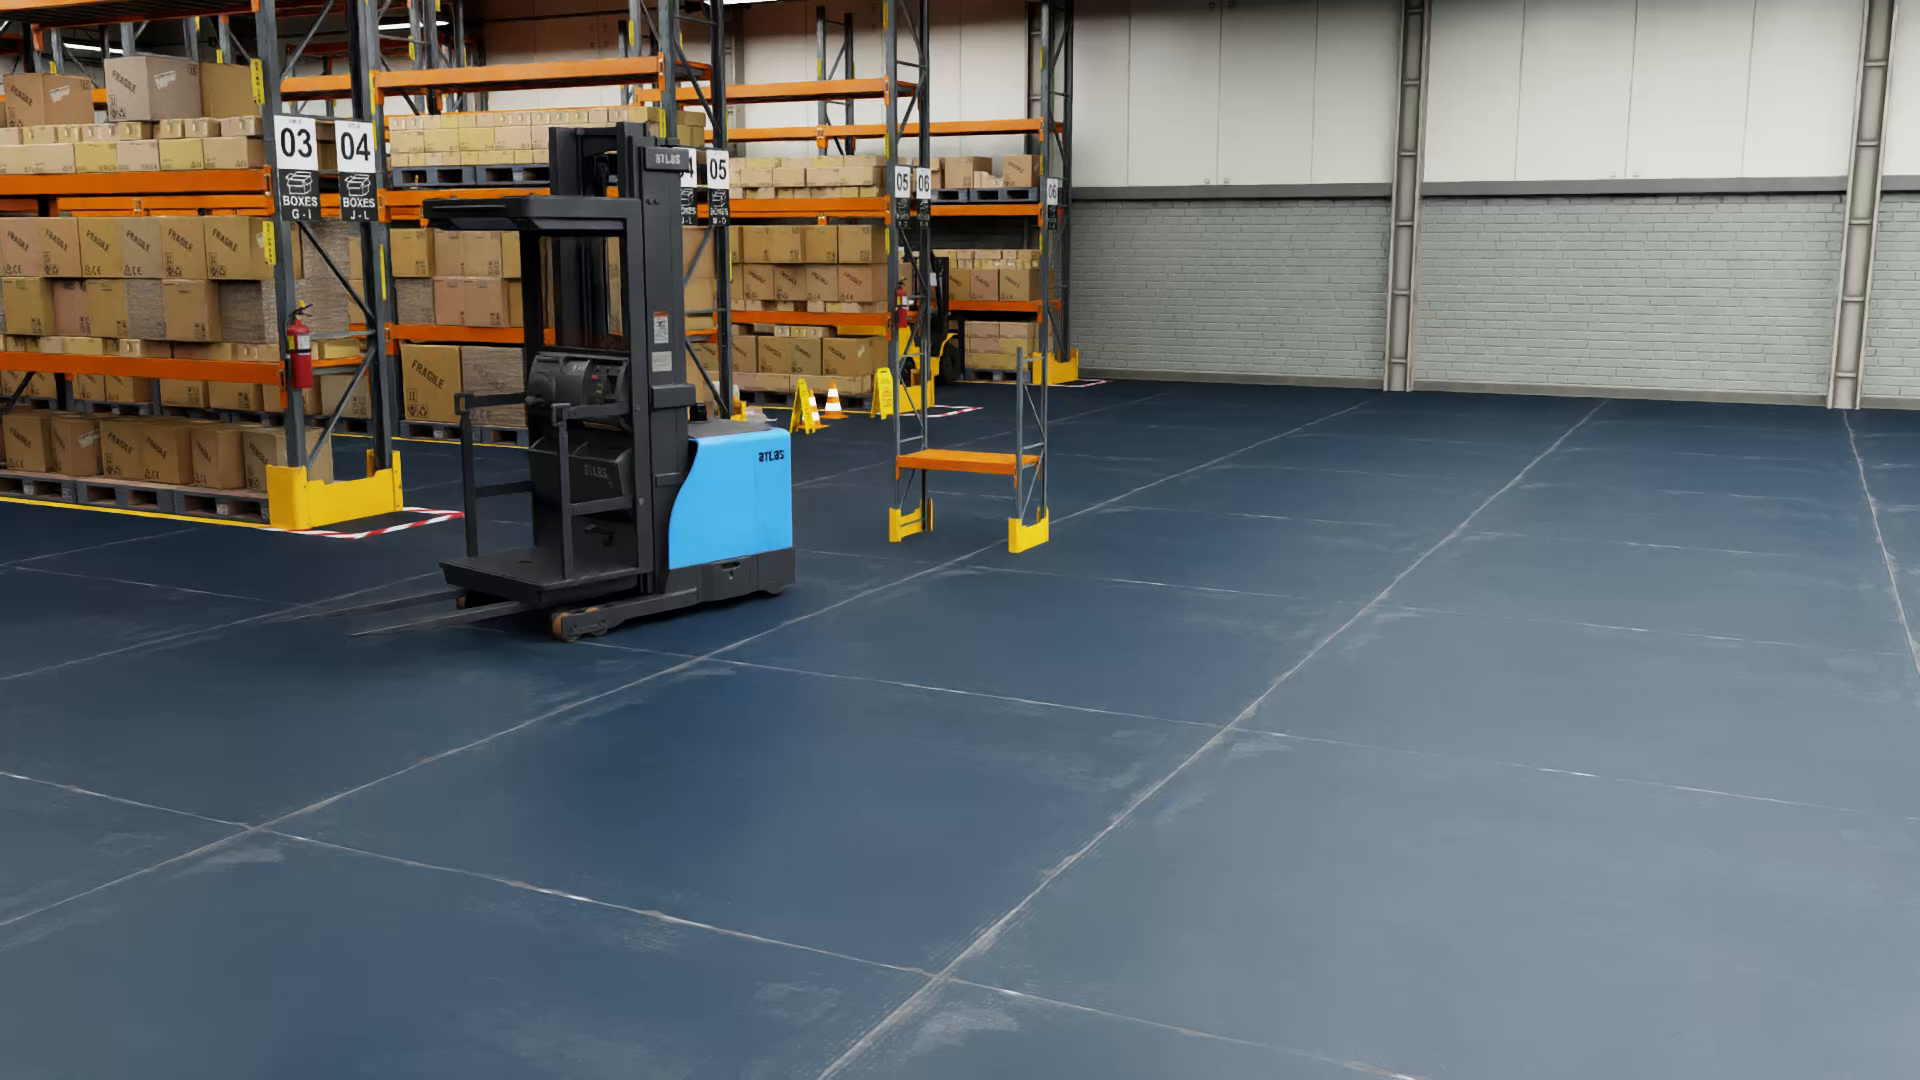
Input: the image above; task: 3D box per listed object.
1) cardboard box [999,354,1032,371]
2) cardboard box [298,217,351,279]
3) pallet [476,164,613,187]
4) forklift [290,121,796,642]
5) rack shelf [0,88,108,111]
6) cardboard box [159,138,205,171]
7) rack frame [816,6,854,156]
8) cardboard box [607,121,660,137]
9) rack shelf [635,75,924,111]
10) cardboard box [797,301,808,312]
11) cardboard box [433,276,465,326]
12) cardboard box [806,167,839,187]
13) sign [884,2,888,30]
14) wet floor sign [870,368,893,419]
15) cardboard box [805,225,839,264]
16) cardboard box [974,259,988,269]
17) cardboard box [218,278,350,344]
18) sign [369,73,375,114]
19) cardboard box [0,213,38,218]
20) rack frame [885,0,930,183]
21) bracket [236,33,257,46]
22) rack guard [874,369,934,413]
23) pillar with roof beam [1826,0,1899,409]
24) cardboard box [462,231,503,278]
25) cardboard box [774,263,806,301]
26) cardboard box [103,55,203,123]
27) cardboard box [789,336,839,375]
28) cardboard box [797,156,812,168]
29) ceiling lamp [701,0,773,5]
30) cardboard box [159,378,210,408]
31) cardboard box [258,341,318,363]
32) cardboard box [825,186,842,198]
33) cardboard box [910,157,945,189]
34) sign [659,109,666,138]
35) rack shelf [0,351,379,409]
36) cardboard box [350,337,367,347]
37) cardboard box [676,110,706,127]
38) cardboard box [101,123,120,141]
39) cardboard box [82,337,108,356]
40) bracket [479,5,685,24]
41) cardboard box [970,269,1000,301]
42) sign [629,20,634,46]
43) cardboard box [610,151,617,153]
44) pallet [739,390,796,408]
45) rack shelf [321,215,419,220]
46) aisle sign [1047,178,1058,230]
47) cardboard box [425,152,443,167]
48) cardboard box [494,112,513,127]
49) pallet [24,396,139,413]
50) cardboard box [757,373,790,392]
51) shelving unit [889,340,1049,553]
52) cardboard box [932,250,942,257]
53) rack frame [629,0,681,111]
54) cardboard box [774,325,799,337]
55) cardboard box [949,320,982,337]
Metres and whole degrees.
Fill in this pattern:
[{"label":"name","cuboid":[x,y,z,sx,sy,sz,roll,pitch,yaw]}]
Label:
[{"label":"cardboard box","cuboid":[0.955,-2.867,26.692,0.500,0.250,0.500,5,11,26]},{"label":"cardboard box","cuboid":[-5.434,-2.426,13.787,0.500,0.500,0.500,5,11,26]},{"label":"pallet","cuboid":[-4.544,-4.021,18.349,1.213,0.211,1.003,5,11,26]},{"label":"forklift","cuboid":[-2.430,-0.962,9.815,1.130,2.935,3.031,9,14,41]},{"label":"rack shelf","cuboid":[-11.744,-5.625,21.684,4.000,0.370,1.077,5,11,26]},{"label":"cardboard box","cuboid":[-6.055,-3.090,13.379,0.500,0.250,0.500,5,11,26]},{"label":"rack frame","cuboid":[-2.071,-7.294,27.766,0.127,3.000,1.000,5,11,26]},{"label":"cardboard box","cuboid":[-3.339,-4.234,17.405,0.500,0.250,0.500,5,11,27]},{"label":"rack shelf","cuboid":[-2.470,-5.988,22.578,4.000,0.370,1.077,5,11,26]},{"label":"cardboard box","cuboid":[-2.015,-3.190,22.637,0.250,0.149,0.380,5,11,27]},{"label":"cardboard box","cuboid":[-5.524,-2.758,19.123,0.550,0.550,0.875,5,11,26]},{"label":"cardboard box","cuboid":[-1.699,-4.822,22.114,0.500,0.250,0.500,5,11,25]},{"label":"sign","cuboid":[-0.940,-6.637,21.065,0.005,0.325,0.100,5,11,26]},{"label":"wet floor sign","cuboid":[-0.980,-1.890,21.360,0.267,0.644,0.232,-10,14,-43]},{"label":"cardboard box","cuboid":[-1.682,-3.968,22.309,0.500,0.500,0.700,5,11,26]},{"label":"cardboard box","cuboid":[0.416,-4.445,26.766,0.250,0.149,0.380,5,11,25]},{"label":"cardboard box","cuboid":[-5.543,-1.895,13.660,0.500,0.500,0.875,5,11,26]},{"label":"sign","cuboid":[-4.821,-3.644,13.566,0.005,0.325,0.100,5,11,26]},{"label":"cardboard box","cuboid":[-9.299,-2.553,15.552,1.000,1.000,1.000,5,11,26]},{"label":"rack frame","cuboid":[-0.677,-6.186,21.643,0.127,3.000,1.000,5,11,26]},{"label":"bracket","cuboid":[-14.636,-10.278,34.146,0.430,0.232,0.235,5,11,26]},{"label":"rack guard","cuboid":[-0.745,-2.010,22.433,0.348,0.500,1.175,5,11,26]},{"label":"pillar with roof beam","cuboid":[10.147,-5.545,18.099,0.400,9.000,9.100,5,11,26]},{"label":"cardboard box","cuboid":[-5.080,-3.232,18.713,0.550,0.550,0.875,5,11,26]},{"label":"cardboard box","cuboid":[-2.179,-3.509,22.578,0.500,0.500,0.500,5,11,26]},{"label":"cardboard box","cuboid":[-6.563,-3.651,13.536,0.500,0.500,0.500,5,11,26]},{"label":"cardboard box","cuboid":[-1.980,-2.519,22.661,0.500,0.500,0.500,6,12,28]},{"label":"cardboard box","cuboid":[-1.983,-5.051,22.258,0.250,0.149,0.380,5,11,26]},{"label":"ceiling lamp","cuboid":[-2.919,-9.805,25.247,2.000,3.185,0.800,5,11,26]},{"label":"cardboard box","cuboid":[-9.444,-2.103,21.066,0.750,0.750,1.050,5,11,25]},{"label":"cardboard box","cuboid":[-5.408,-1.517,13.396,0.250,0.149,0.380,5,11,26]},{"label":"cardboard box","cuboid":[-1.581,-4.611,22.066,0.250,0.149,0.380,5,12,28]},{"label":"cardboard box","cuboid":[-0.370,-5.955,27.036,0.637,0.503,0.797,5,12,28]},{"label":"sign","cuboid":[-3.029,-4.223,16.953,0.005,0.325,0.100,5,11,26]},{"label":"rack shelf","cuboid":[-6.855,-1.455,14.367,4.000,0.370,1.077,5,11,26]},{"label":"cardboard box","cuboid":[-9.231,-3.164,26.578,0.875,0.875,0.875,5,11,27]},{"label":"cardboard box","cuboid":[-2.935,-4.513,17.829,0.250,0.149,0.380,5,11,26]},{"label":"cardboard box","cuboid":[-6.837,-3.355,13.721,0.250,0.149,0.380,4,11,23]},{"label":"cardboard box","cuboid":[-7.238,-1.662,14.196,0.250,0.149,0.380,5,11,26]},{"label":"bracket","cuboid":[-6.930,-9.601,30.404,4.783,0.066,0.076,5,11,26]},{"label":"cardboard box","cuboid":[0.498,-4.116,26.767,0.500,0.500,0.500,5,12,28]},{"label":"sign","cuboid":[-4.504,-6.950,22.795,0.005,0.325,0.100,5,11,26]},{"label":"cardboard box","cuboid":[-3.450,-4.036,17.430,0.250,0.149,0.380,5,11,26]},{"label":"pallet","cuboid":[-2.548,-2.034,23.376,1.213,0.211,1.003,5,11,26]},{"label":"rack shelf","cuboid":[-11.039,-6.252,32.451,4.000,0.370,1.077,5,11,26]},{"label":"aisle sign","cuboid":[1.445,-5.254,26.039,0.004,0.787,0.394,5,11,26]},{"label":"cardboard box","cuboid":[-5.731,-4.236,18.536,0.250,0.149,0.380,5,11,26]},{"label":"cardboard box","cuboid":[-4.823,-4.549,18.024,0.250,0.149,0.380,5,11,26]},{"label":"pallet","cuboid":[-11.741,-1.852,22.370,1.213,0.211,1.003,5,11,26]},{"label":"cardboard box","cuboid":[-2.453,-2.191,22.954,0.500,0.250,0.500,5,11,24]},{"label":"shelving unit","cuboid":[0.068,-0.732,12.563,1.083,1.500,0.587,5,11,26]},{"label":"cardboard box","cuboid":[-0.276,-4.656,27.098,0.250,0.149,0.380,5,11,27]},{"label":"rack frame","cuboid":[-4.264,-6.501,23.384,0.127,3.000,1.000,5,11,26]},{"label":"cardboard box","cuboid":[-2.329,-2.857,22.708,0.250,0.149,0.380,6,12,28]},{"label":"cardboard box","cuboid":[0.048,-3.437,27.031,0.500,0.250,0.500,5,11,27]}]
